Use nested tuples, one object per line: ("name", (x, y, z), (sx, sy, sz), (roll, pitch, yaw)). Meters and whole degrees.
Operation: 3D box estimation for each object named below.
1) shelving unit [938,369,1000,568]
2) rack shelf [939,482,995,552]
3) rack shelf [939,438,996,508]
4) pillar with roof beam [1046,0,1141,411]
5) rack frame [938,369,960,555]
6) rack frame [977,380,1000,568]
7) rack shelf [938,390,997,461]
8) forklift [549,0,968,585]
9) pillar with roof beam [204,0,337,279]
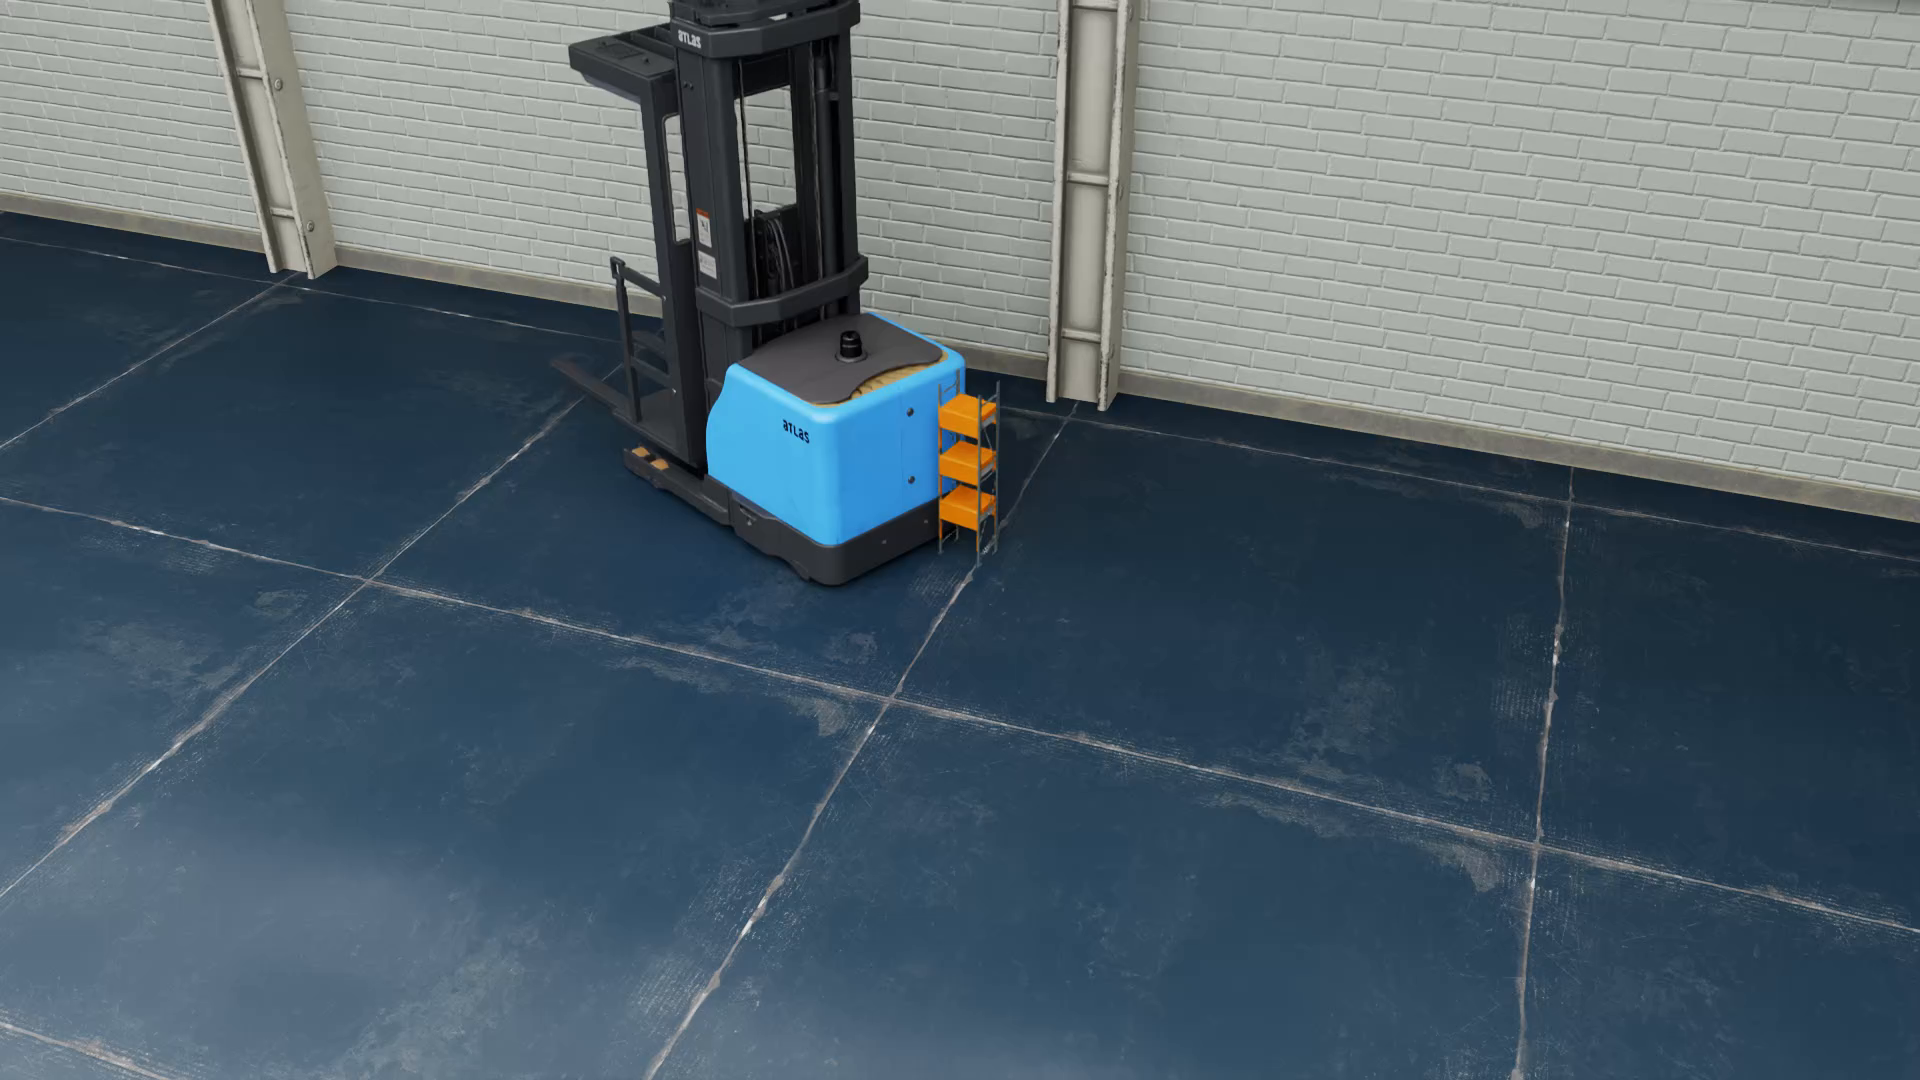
("shelving unit", (0.046, -0.370, 8.823), (0.252, 1.050, 0.215), (19, 37, 26))
("rack shelf", (0.046, -0.127, 8.979), (0.240, 0.259, 0.215), (19, 37, 26))
("rack shelf", (0.046, -0.361, 8.829), (0.240, 0.259, 0.215), (19, 37, 26))
("pillar with roof beam", (-0.668, -2.508, 4.806), (0.400, 9.000, 9.100), (11, 34, 16))
("rack frame", (-0.058, -0.405, 8.877), (0.008, 1.050, 0.200), (19, 37, 26))
("rack frame", (0.149, -0.335, 8.769), (0.008, 1.050, 0.200), (19, 37, 26))
("rack shelf", (0.046, -0.599, 8.675), (0.240, 0.259, 0.215), (19, 37, 26))
("forklift", (-1.331, -1.704, 9.154), (1.130, 2.935, 3.031), (-27, 42, -35))
("pillar with roof beam", (-6.316, -3.606, 6.507), (0.400, 9.000, 9.100), (11, 34, 16))
